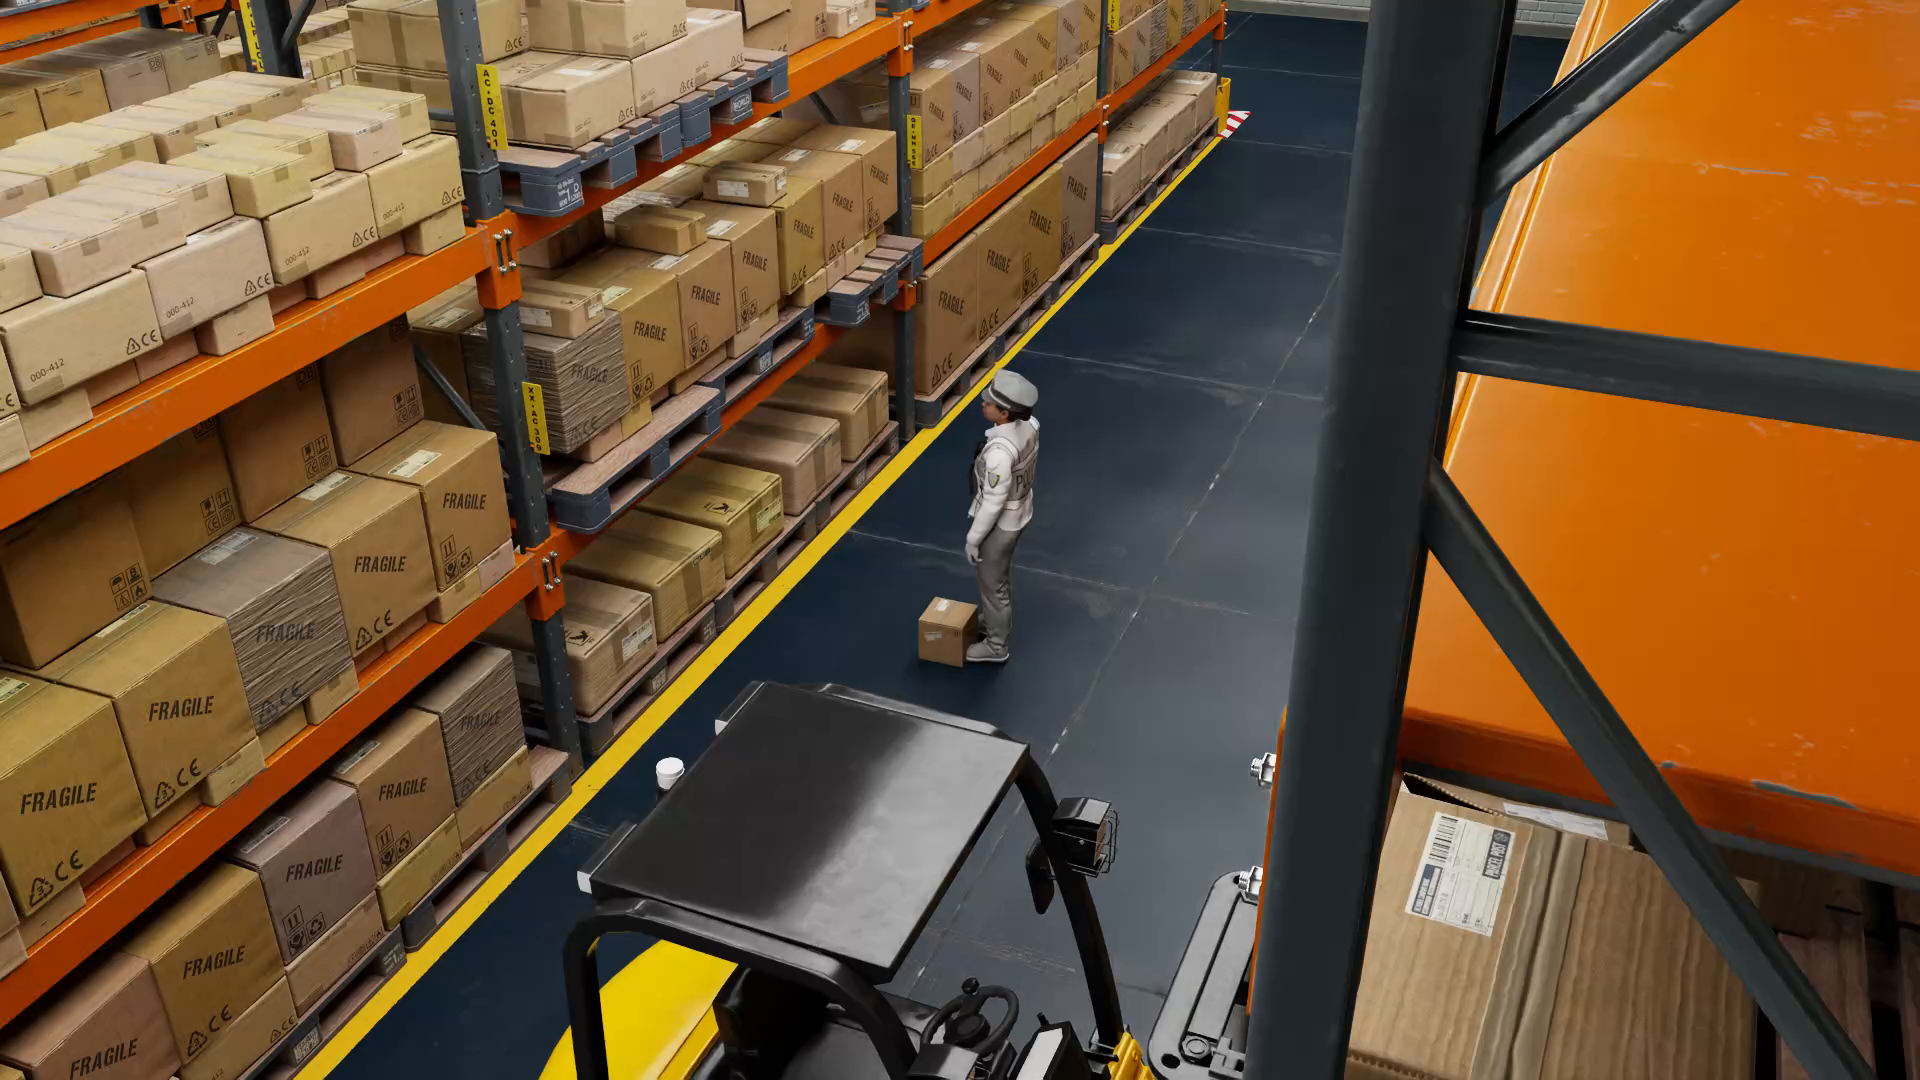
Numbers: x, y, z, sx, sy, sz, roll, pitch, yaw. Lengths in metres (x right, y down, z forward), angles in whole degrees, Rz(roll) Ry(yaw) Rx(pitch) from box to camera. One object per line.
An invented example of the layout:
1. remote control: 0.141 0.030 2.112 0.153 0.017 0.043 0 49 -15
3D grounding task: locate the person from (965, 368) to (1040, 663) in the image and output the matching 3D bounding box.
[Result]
1. person: 0.140 -0.113 8.537 0.530 1.694 0.586 11 32 19
